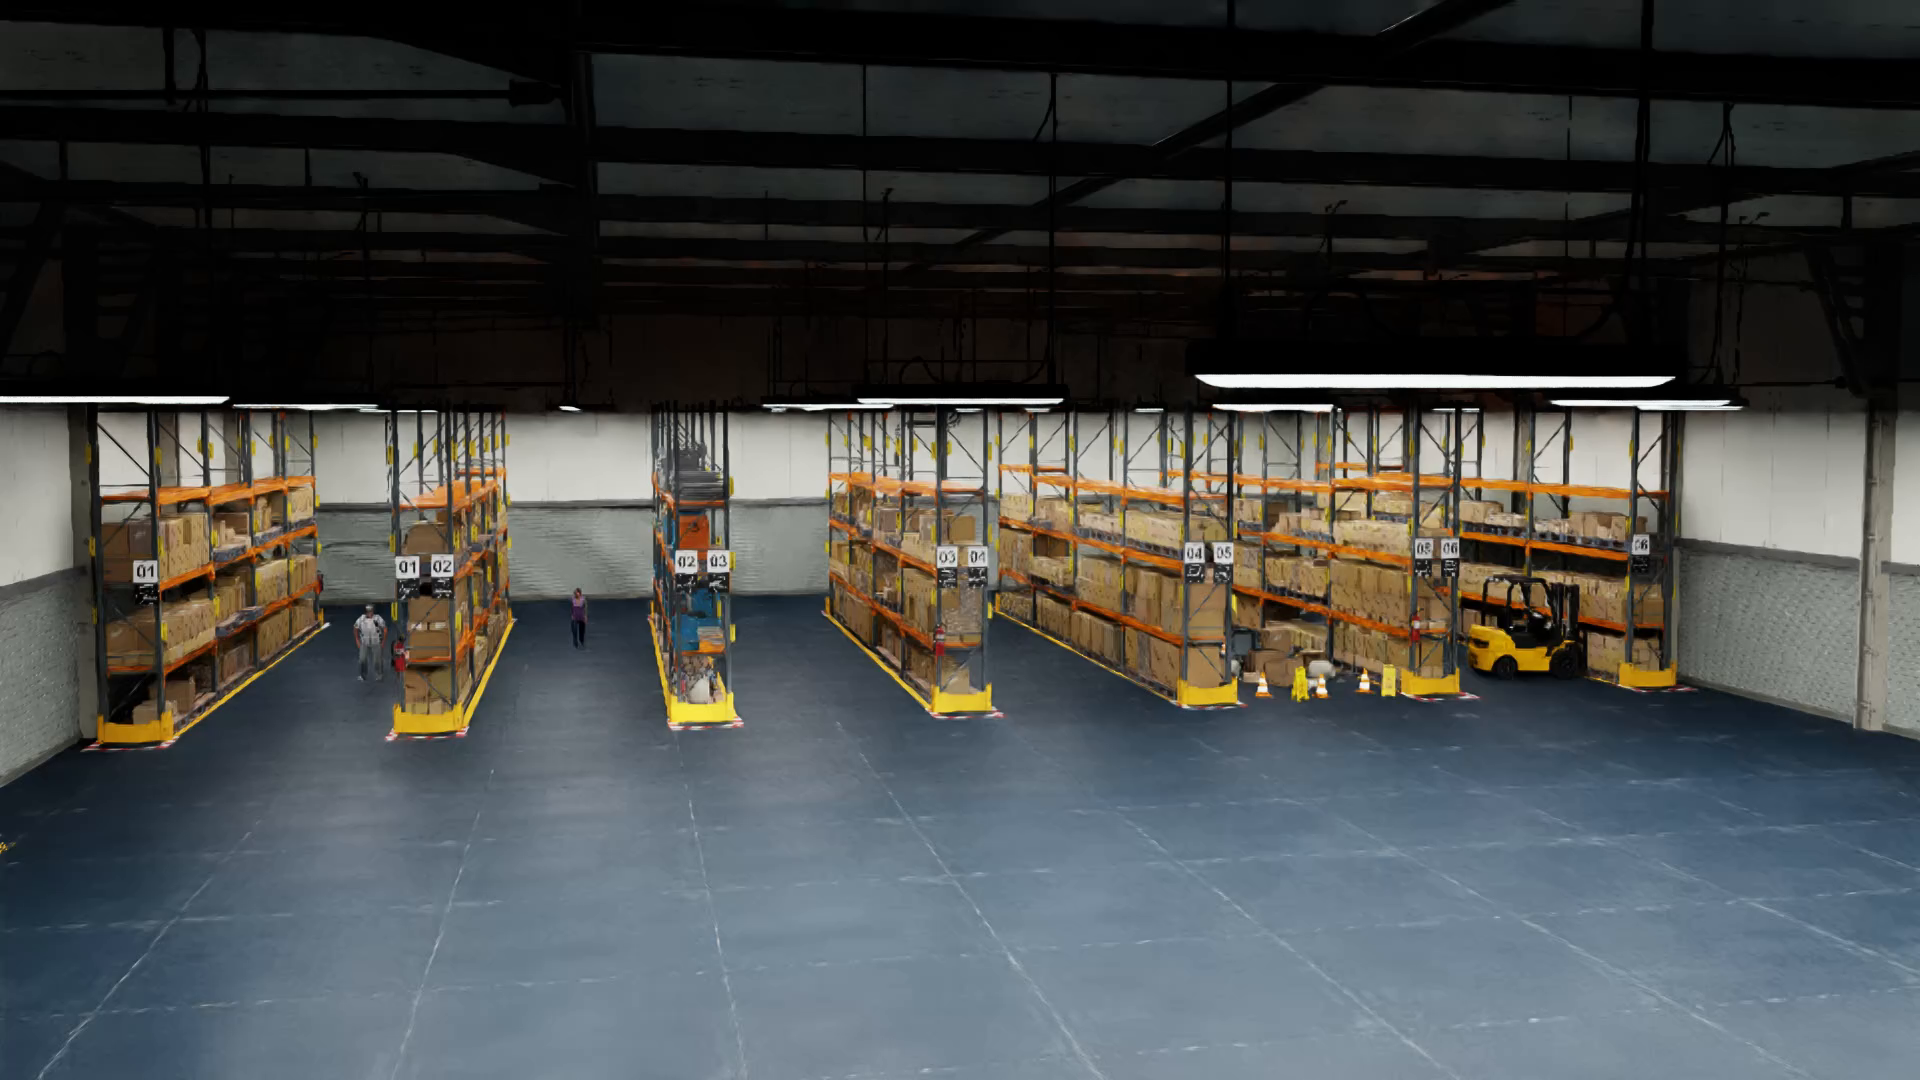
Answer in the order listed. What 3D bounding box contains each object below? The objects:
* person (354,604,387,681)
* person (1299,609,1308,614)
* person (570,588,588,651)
[{"bbox_3d":[-12.624,2.188,35.616,0.682,1.715,0.542,-1,4,-14],"label":"person"},{"bbox_3d":[9.712,1.281,47.771,0.520,1.660,0.565,0,4,6],"label":"person"},{"bbox_3d":[-9.272,1.904,40.488,0.417,1.525,1.034,-1,4,-13],"label":"person"}]
